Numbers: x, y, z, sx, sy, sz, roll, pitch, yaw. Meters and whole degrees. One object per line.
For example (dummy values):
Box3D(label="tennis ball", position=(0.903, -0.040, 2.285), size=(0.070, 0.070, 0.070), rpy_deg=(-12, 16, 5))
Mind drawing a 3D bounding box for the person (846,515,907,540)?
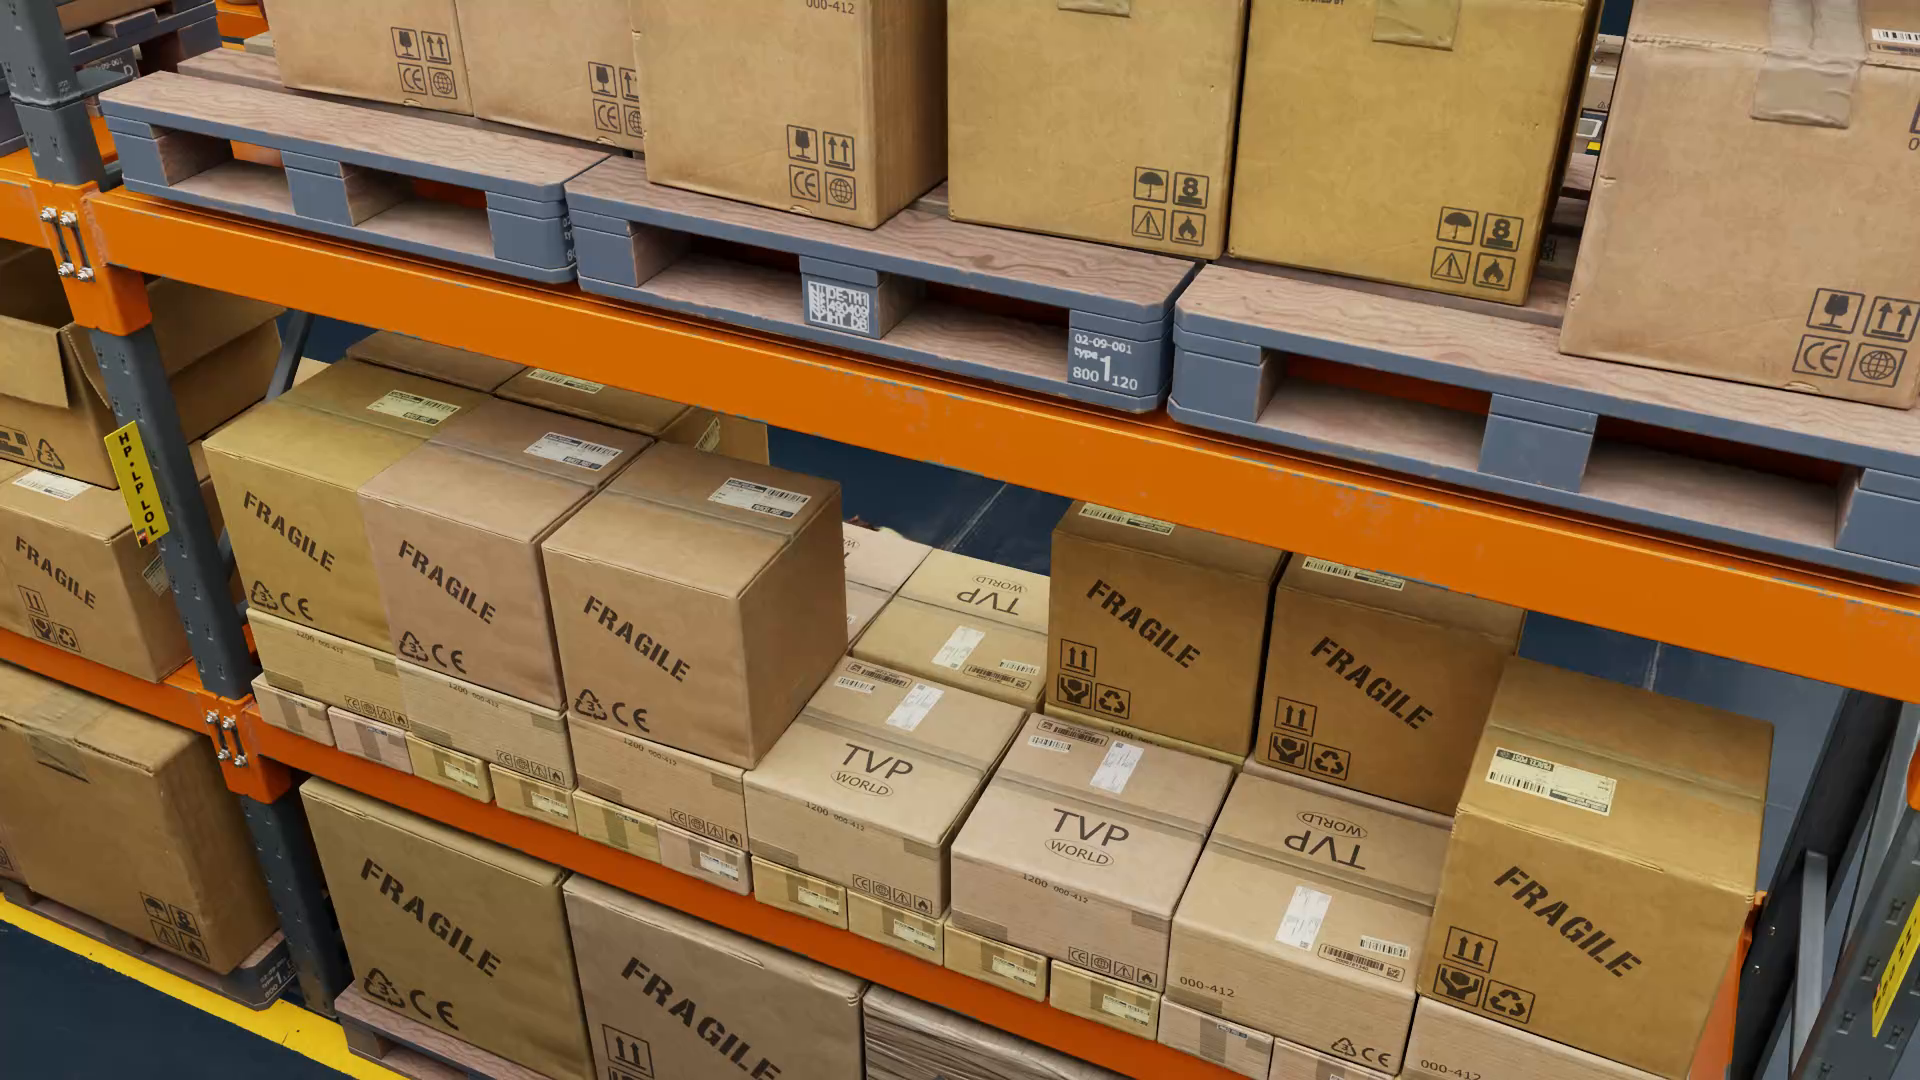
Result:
Box3D(label="person", position=(-0.388, 0.244, 6.452), size=(0.474, 0.937, 0.816), rpy_deg=(14, 36, 20))
